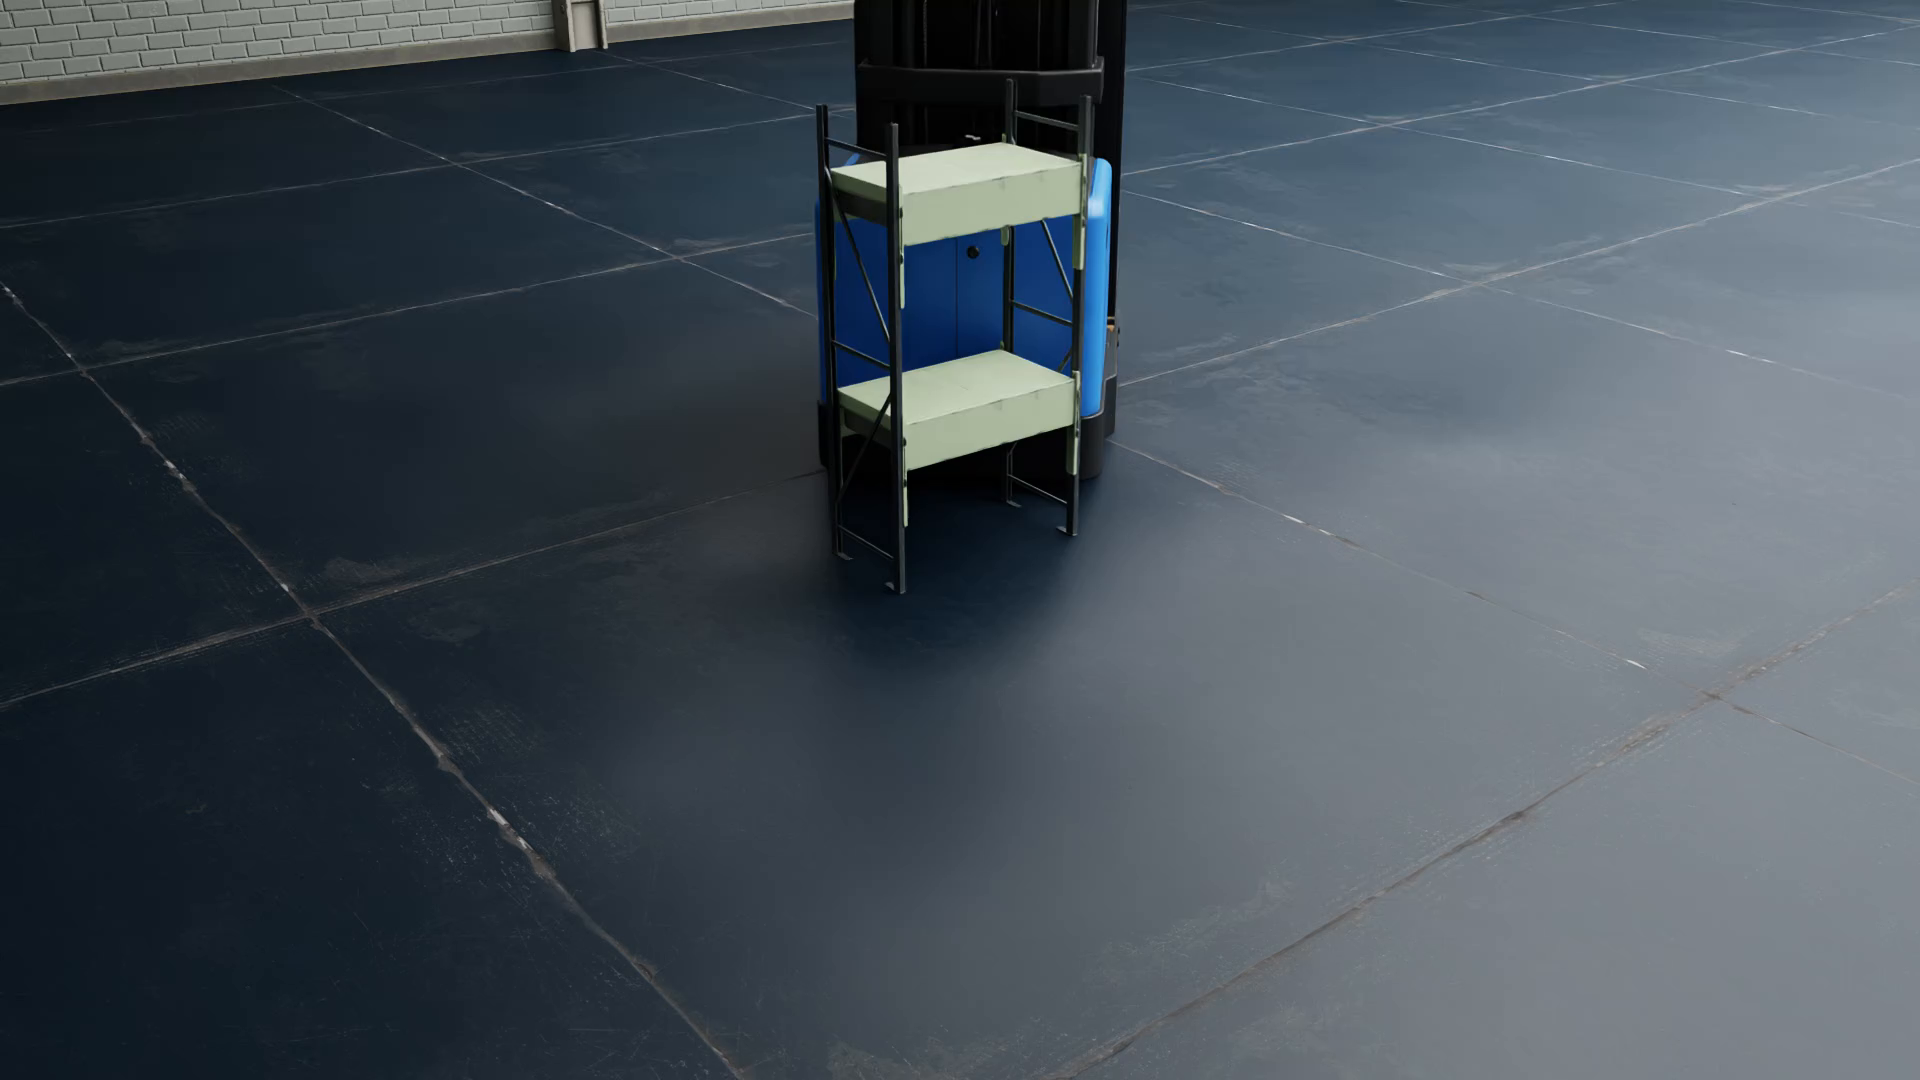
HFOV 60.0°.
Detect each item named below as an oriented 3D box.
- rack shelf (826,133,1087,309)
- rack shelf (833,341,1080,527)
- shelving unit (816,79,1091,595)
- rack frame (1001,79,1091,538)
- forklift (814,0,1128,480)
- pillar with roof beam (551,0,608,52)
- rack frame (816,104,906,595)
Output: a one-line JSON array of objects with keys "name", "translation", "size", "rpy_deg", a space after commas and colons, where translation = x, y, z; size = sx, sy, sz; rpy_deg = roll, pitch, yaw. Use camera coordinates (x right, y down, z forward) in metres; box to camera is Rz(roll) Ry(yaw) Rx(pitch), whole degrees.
[{"name": "rack shelf", "translation": [-0.014, -1.018, 5.234], "size": [0.720, 0.370, 0.431], "rpy_deg": [-18, 30, -33]}, {"name": "rack shelf", "translation": [-0.014, -0.368, 5.536], "size": [0.720, 0.370, 0.431], "rpy_deg": [-18, 30, -33]}, {"name": "shelving unit", "translation": [-0.014, -0.664, 5.399], "size": [0.755, 1.500, 0.431], "rpy_deg": [-18, 30, -33]}, {"name": "rack frame", "translation": [0.278, -0.757, 5.599], "size": [0.023, 1.500, 0.400], "rpy_deg": [-18, 30, -33]}, {"name": "forklift", "translation": [0.147, -2.133, 6.864], "size": [1.130, 2.935, 3.031], "rpy_deg": [3, 25, 5]}, {"name": "pillar with roof beam", "translation": [-0.950, -7.351, 10.900], "size": [0.400, 9.000, 9.100], "rpy_deg": [-18, 31, -34]}, {"name": "rack frame", "translation": [-0.306, -0.571, 5.198], "size": [0.023, 1.500, 0.400], "rpy_deg": [-18, 30, -33]}]
